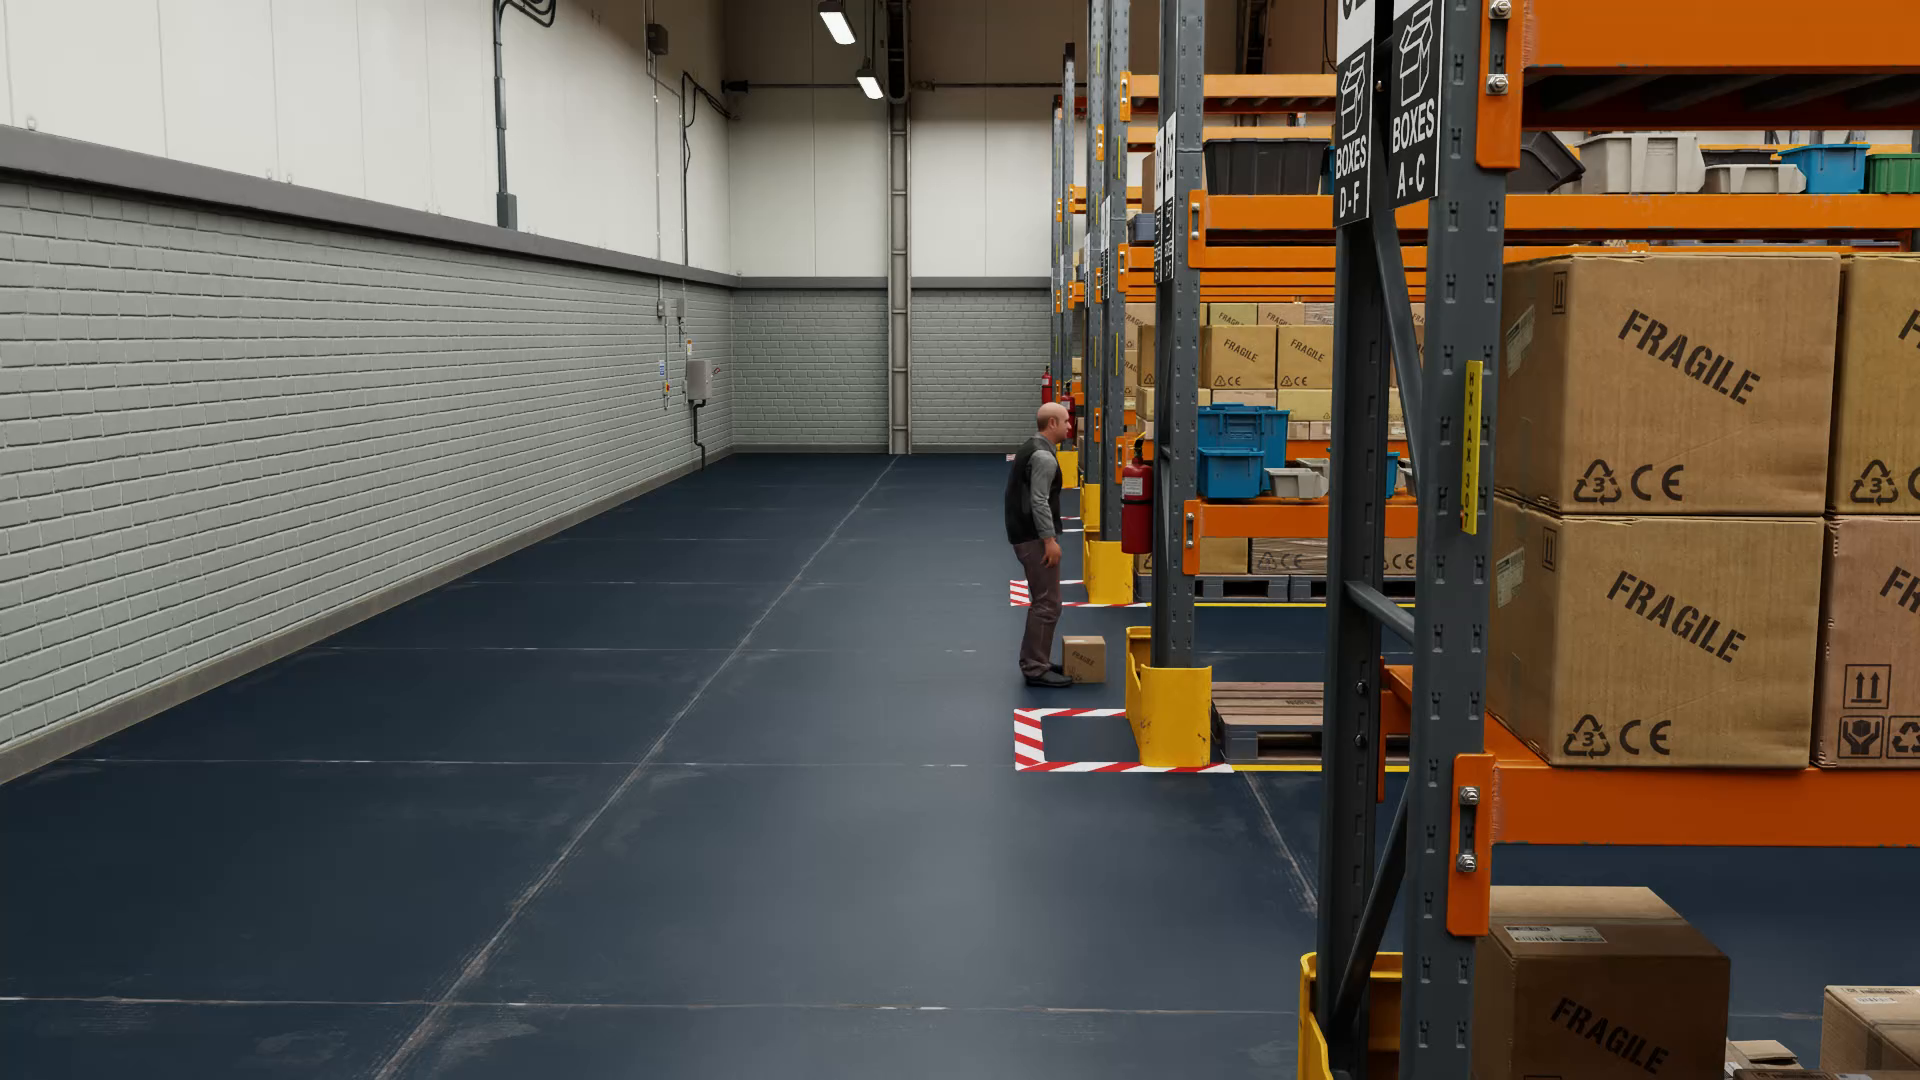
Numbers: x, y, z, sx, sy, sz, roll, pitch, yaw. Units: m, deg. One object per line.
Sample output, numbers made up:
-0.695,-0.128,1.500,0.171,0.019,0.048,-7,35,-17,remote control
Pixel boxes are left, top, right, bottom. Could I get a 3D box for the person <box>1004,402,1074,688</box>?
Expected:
0.485,0.013,10.262,0.421,1.720,0.589,0,7,-2,person
